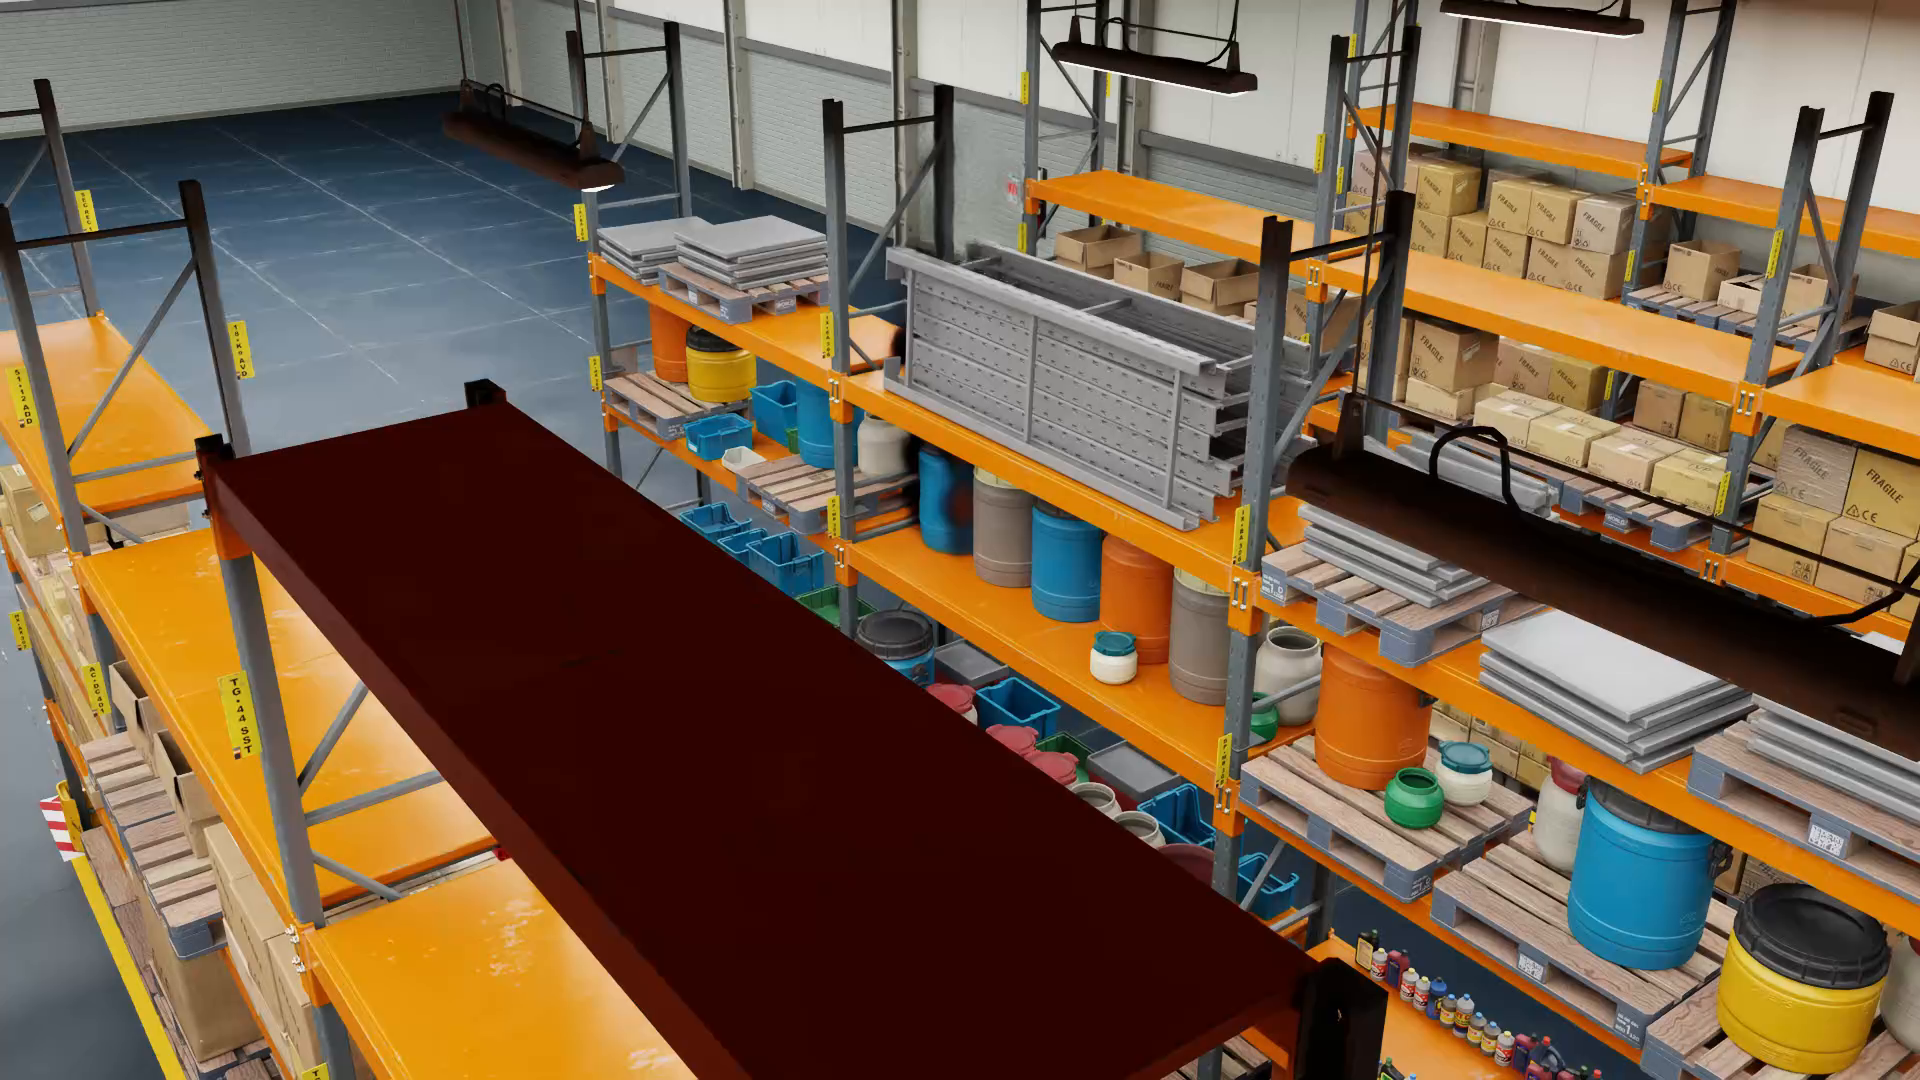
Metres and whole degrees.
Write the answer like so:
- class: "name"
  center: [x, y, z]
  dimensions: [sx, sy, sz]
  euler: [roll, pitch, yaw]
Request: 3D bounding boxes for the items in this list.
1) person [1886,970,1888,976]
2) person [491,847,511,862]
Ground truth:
- class: "person"
  center: [5.328, 3.039, 10.280]
  dimensions: [0.709, 1.756, 0.955]
  euler: [-21, 32, -37]
- class: "person"
  center: [-2.944, 2.398, 11.095]
  dimensions: [0.647, 1.766, 0.878]
  euler: [-22, 33, -39]
